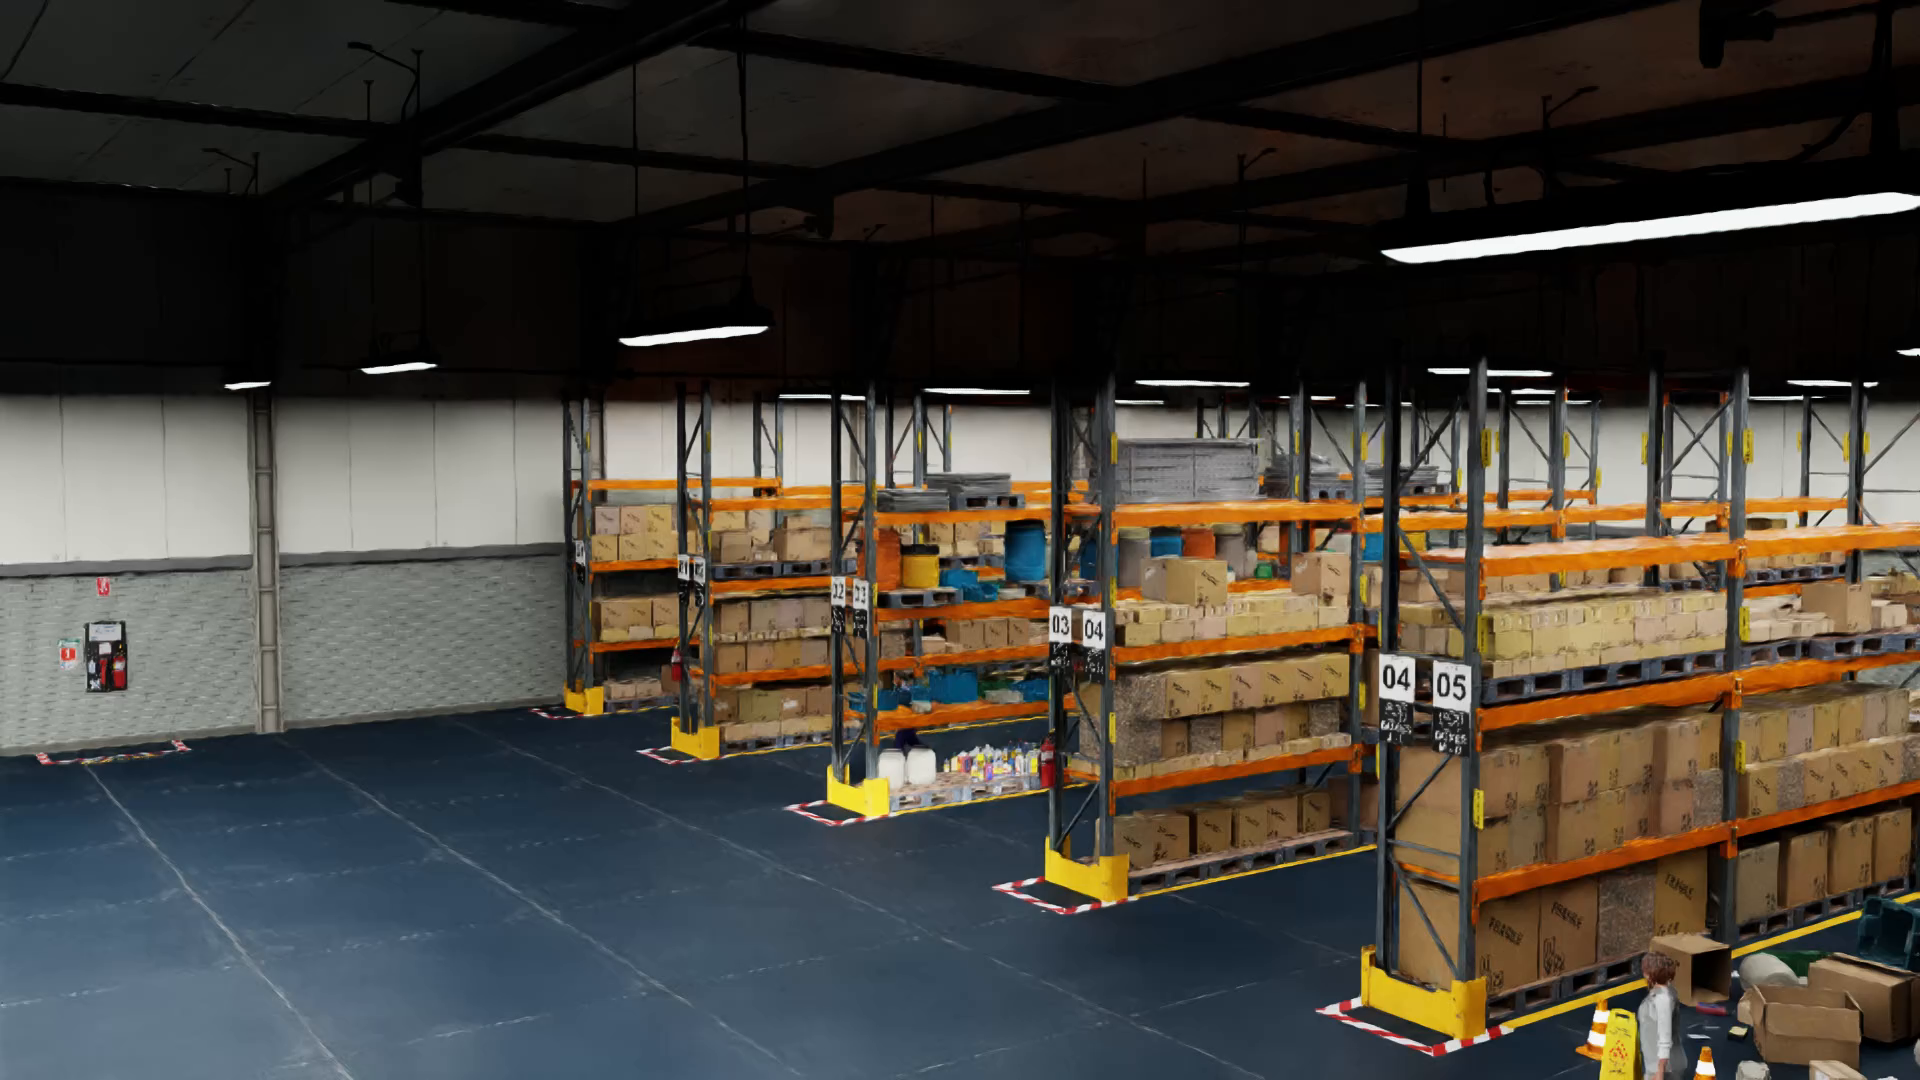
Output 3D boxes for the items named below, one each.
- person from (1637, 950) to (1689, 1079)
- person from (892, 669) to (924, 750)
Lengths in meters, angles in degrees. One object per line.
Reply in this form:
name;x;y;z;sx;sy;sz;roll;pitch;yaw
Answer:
person;4.889;3.640;11.477;0.518;1.591;0.469;1;4;21
person;-0.869;2.738;25.331;1.090;1.554;0.479;-2;4;-33
